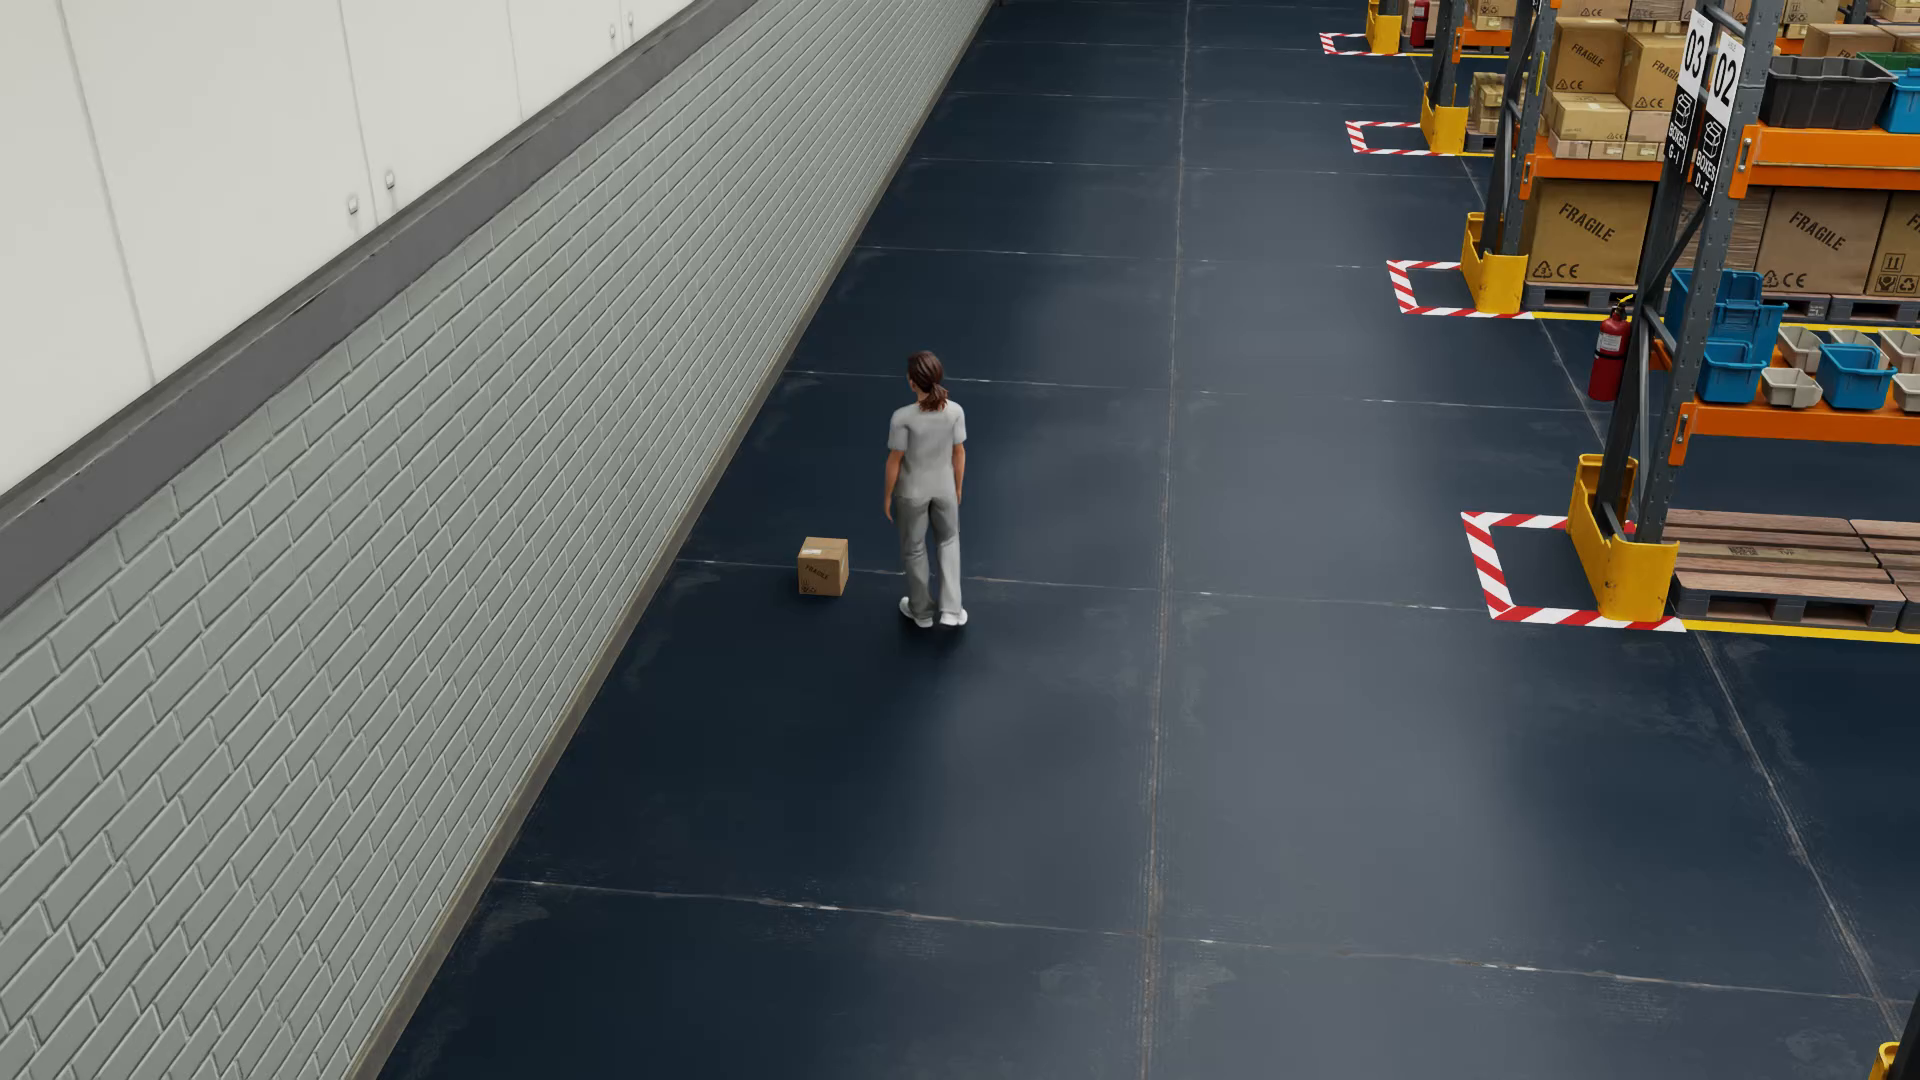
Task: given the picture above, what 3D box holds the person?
[{"bbox_3d":[-0.196,-0.250,9.072,0.460,1.670,0.519,-10,30,-18],"label":"person"}]
